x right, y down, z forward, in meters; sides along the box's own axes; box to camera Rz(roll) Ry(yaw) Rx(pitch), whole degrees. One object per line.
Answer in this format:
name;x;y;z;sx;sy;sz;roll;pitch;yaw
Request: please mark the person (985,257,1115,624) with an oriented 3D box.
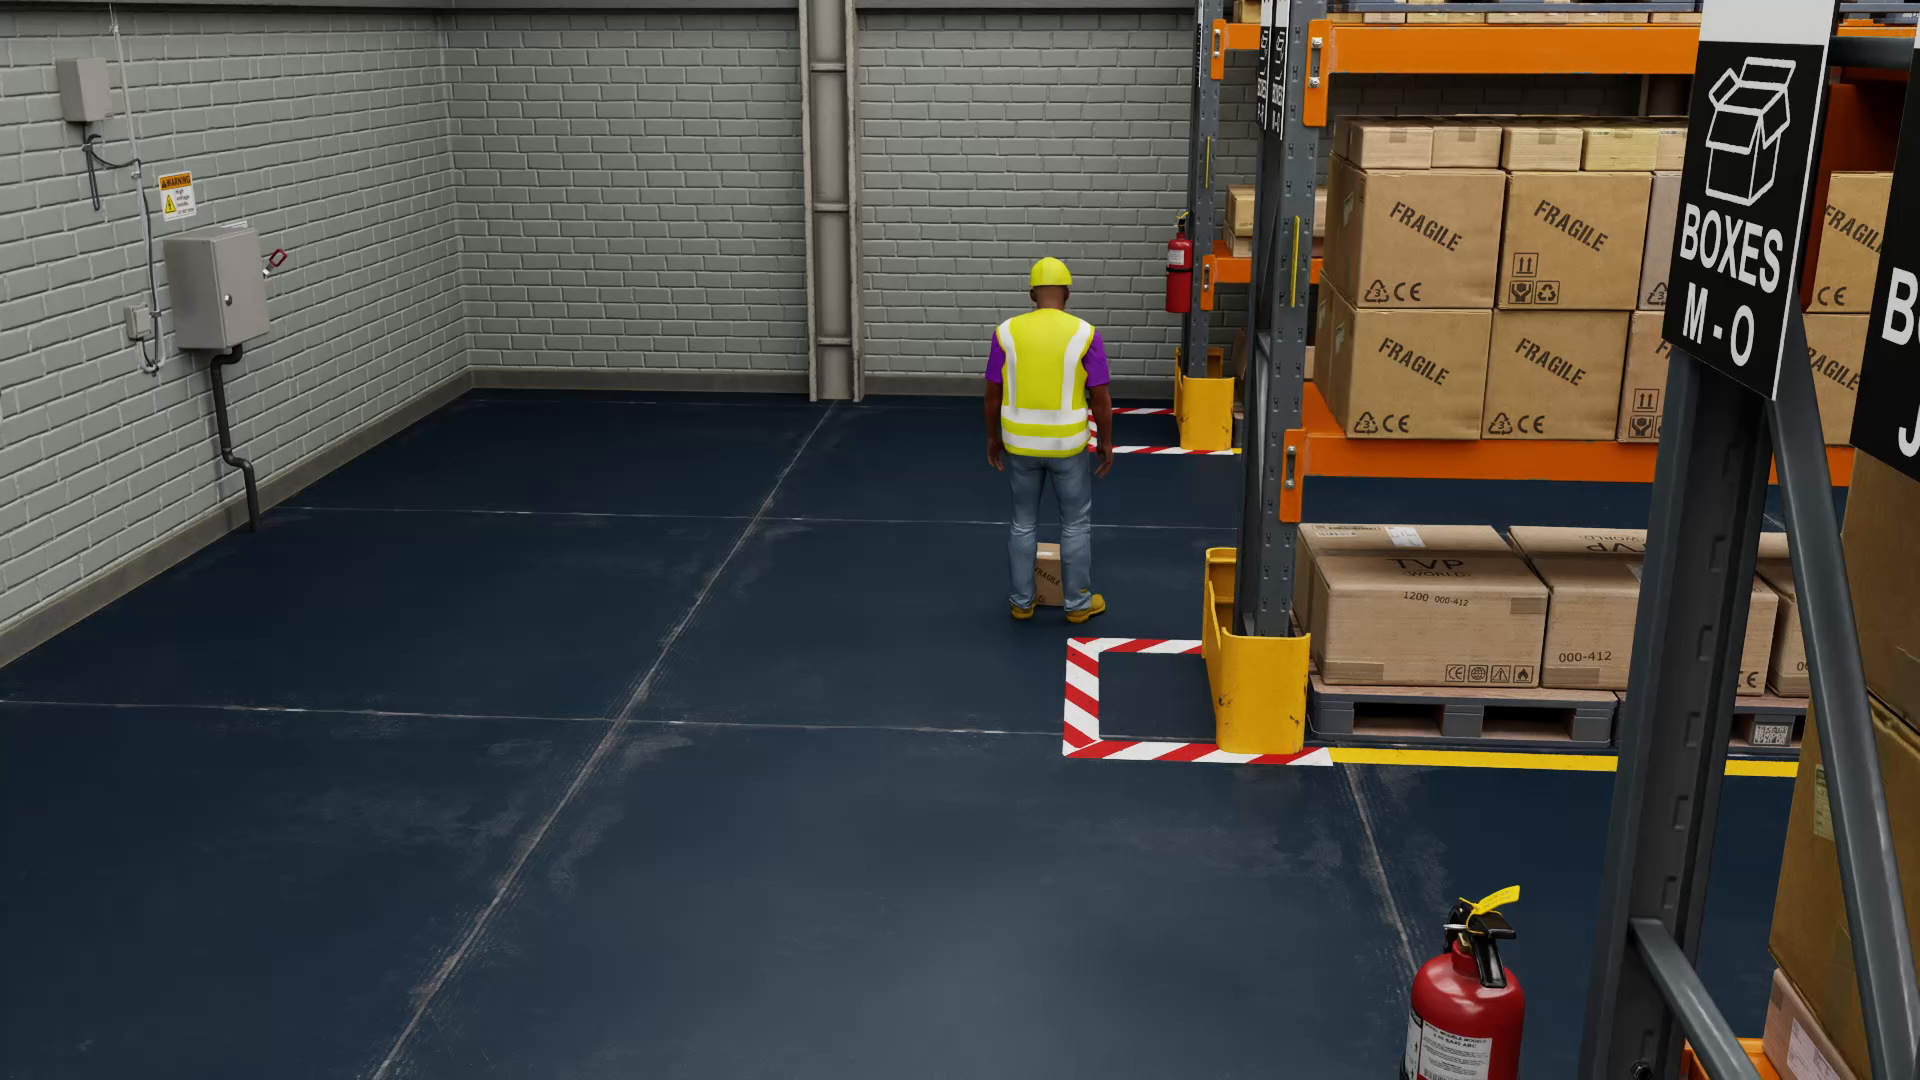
person;0.434;-0.476;8.037;0.628;1.761;0.457;5;18;15
